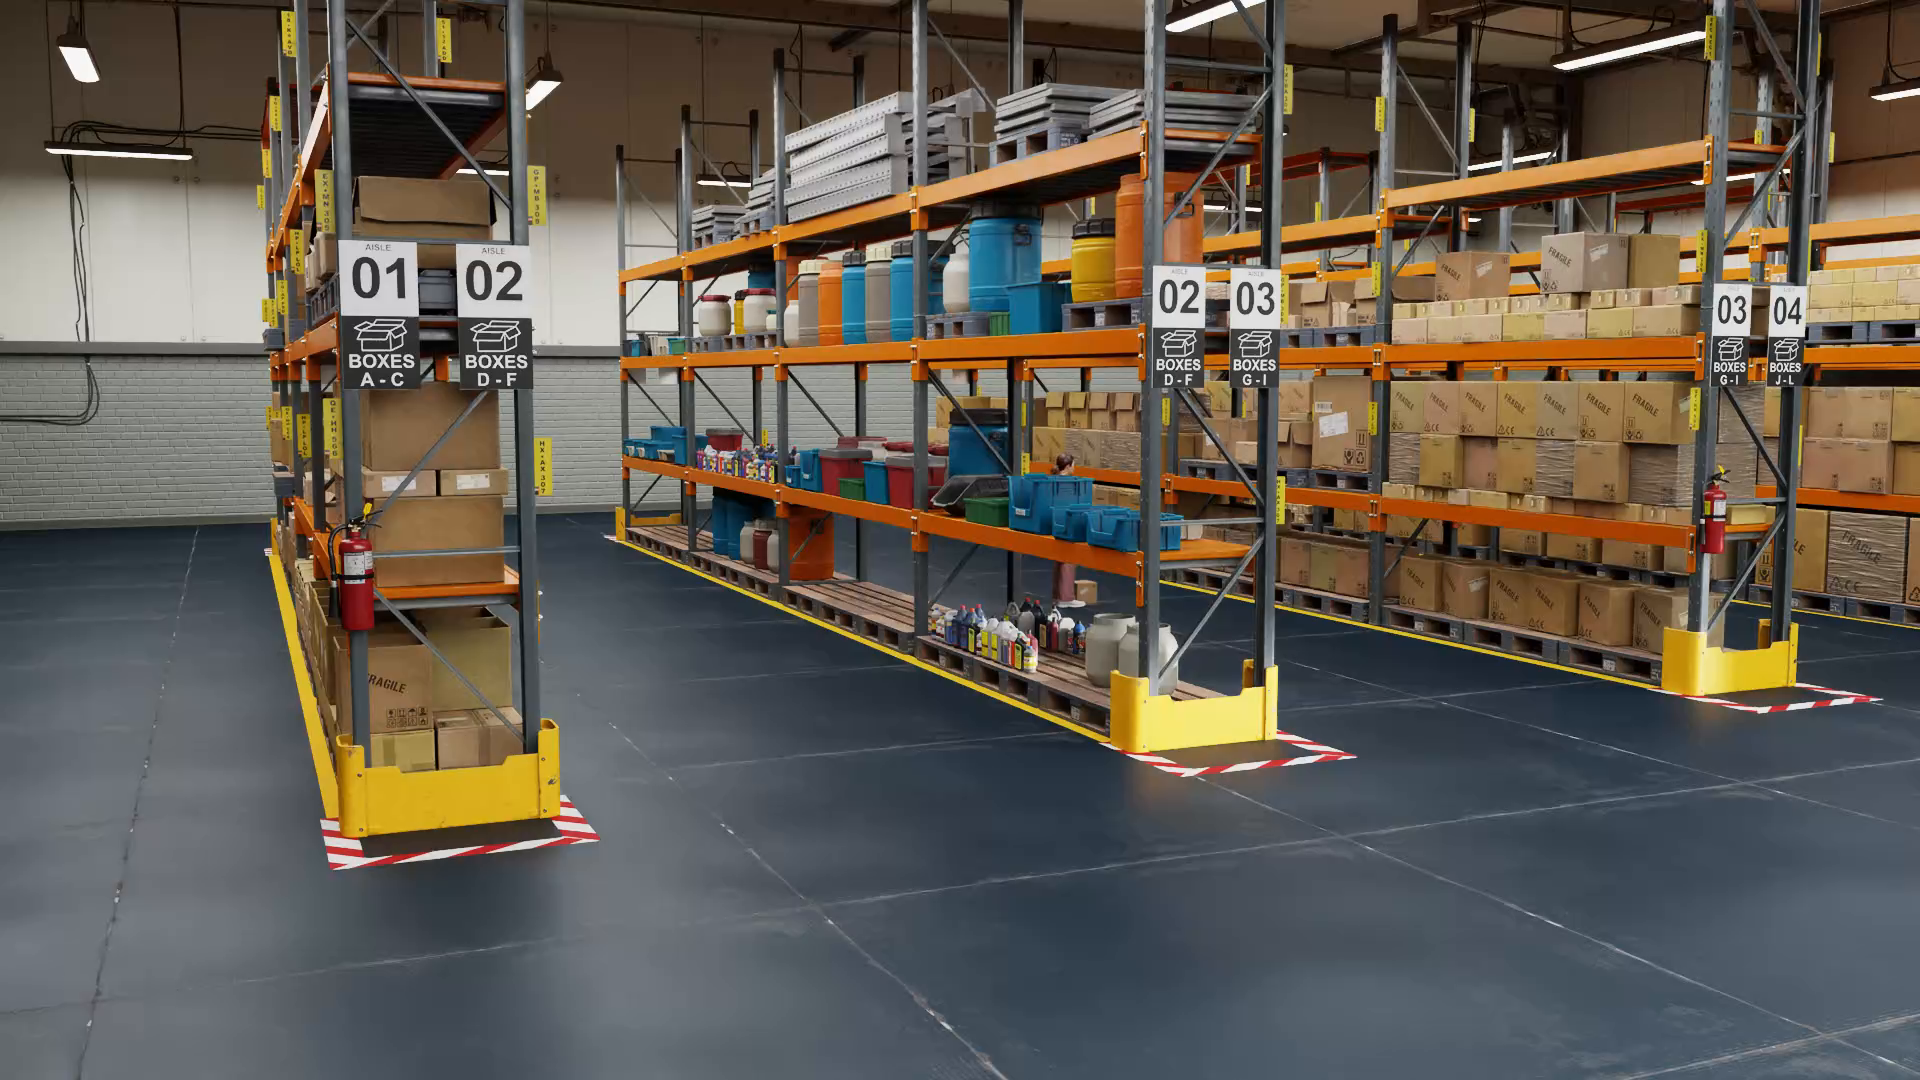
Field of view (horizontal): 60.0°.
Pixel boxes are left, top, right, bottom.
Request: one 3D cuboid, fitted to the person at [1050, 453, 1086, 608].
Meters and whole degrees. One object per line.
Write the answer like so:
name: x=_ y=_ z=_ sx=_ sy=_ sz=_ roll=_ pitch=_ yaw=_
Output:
person: x=1.139 y=-0.114 z=18.161 sx=0.416 sy=1.671 sz=0.514 roll=-3 pitch=6 yaw=-27
